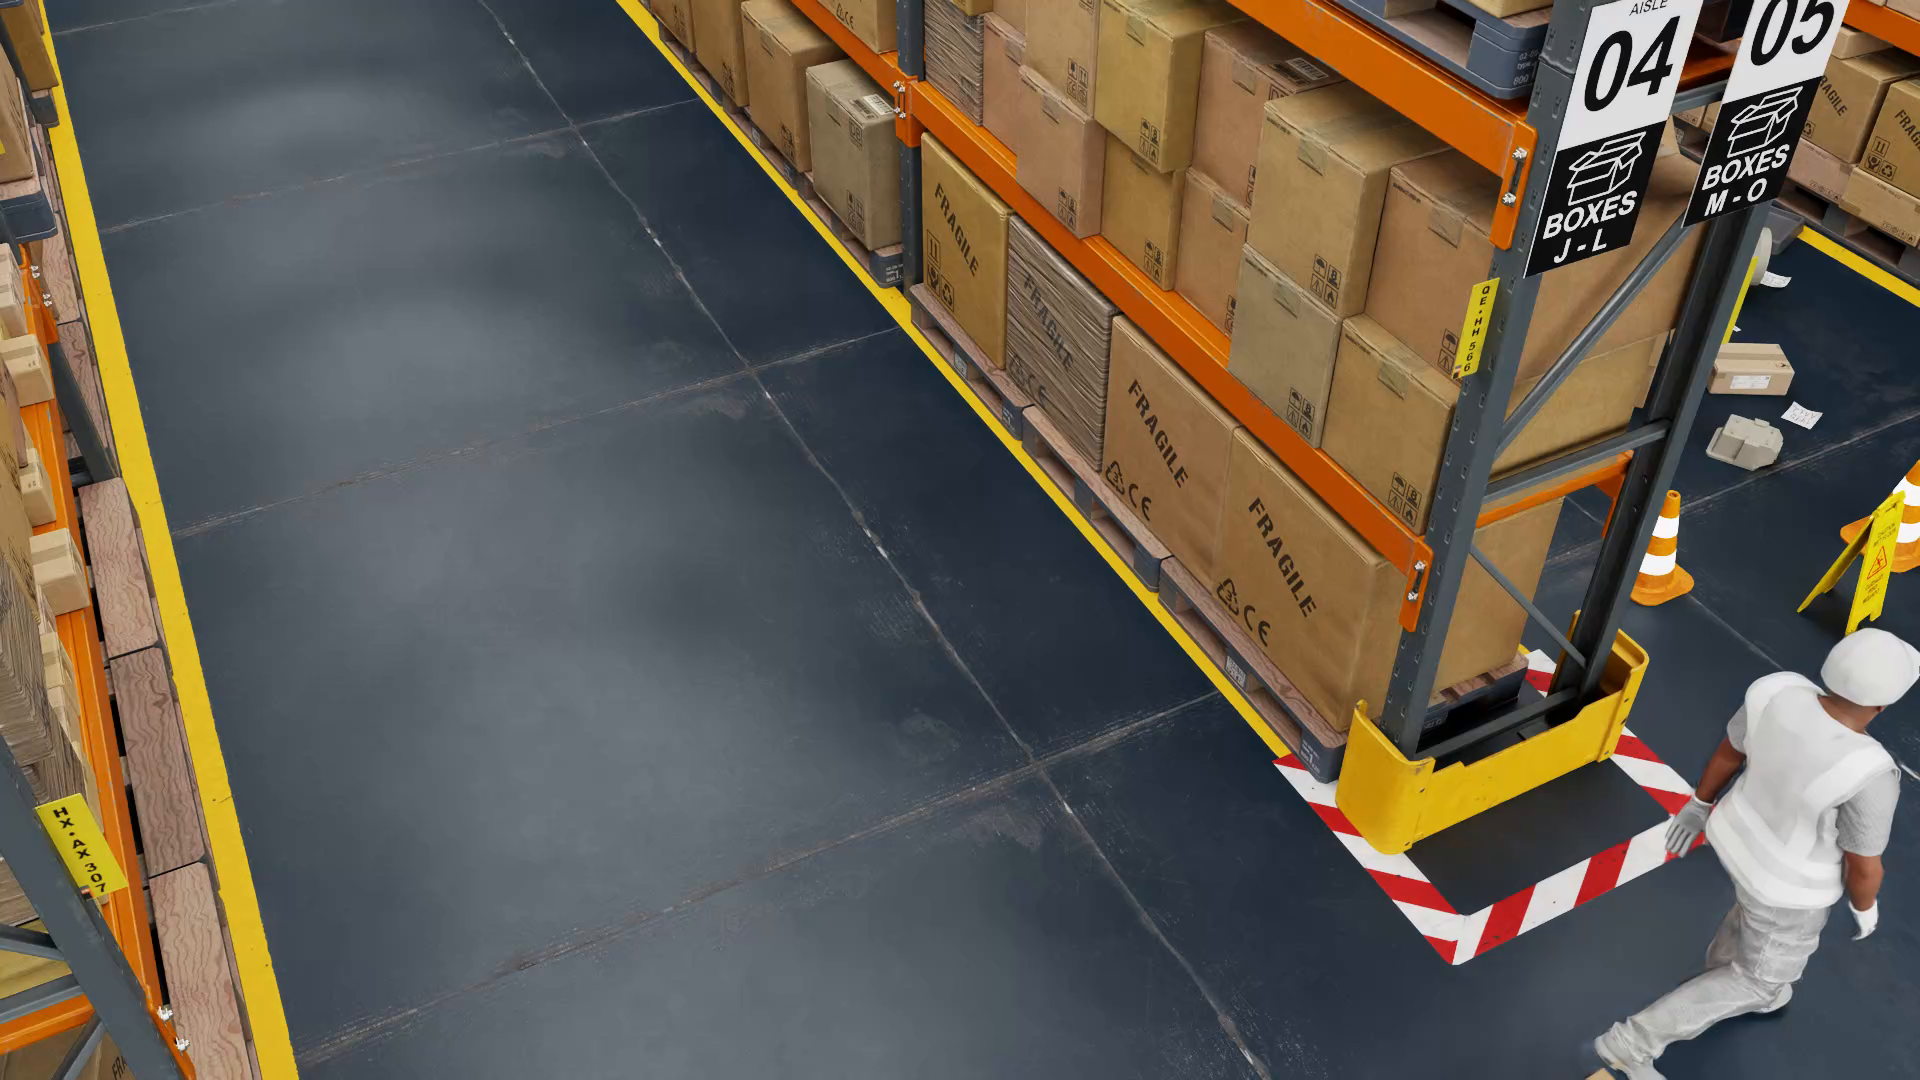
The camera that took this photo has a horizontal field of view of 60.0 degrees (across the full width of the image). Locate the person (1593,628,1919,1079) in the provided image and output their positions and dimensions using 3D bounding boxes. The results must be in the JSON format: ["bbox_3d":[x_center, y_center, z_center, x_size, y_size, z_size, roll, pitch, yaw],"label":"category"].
[{"bbox_3d":[2.401,0.972,5.007,0.884,1.762,0.593,-8,42,-9],"label":"person"}]
